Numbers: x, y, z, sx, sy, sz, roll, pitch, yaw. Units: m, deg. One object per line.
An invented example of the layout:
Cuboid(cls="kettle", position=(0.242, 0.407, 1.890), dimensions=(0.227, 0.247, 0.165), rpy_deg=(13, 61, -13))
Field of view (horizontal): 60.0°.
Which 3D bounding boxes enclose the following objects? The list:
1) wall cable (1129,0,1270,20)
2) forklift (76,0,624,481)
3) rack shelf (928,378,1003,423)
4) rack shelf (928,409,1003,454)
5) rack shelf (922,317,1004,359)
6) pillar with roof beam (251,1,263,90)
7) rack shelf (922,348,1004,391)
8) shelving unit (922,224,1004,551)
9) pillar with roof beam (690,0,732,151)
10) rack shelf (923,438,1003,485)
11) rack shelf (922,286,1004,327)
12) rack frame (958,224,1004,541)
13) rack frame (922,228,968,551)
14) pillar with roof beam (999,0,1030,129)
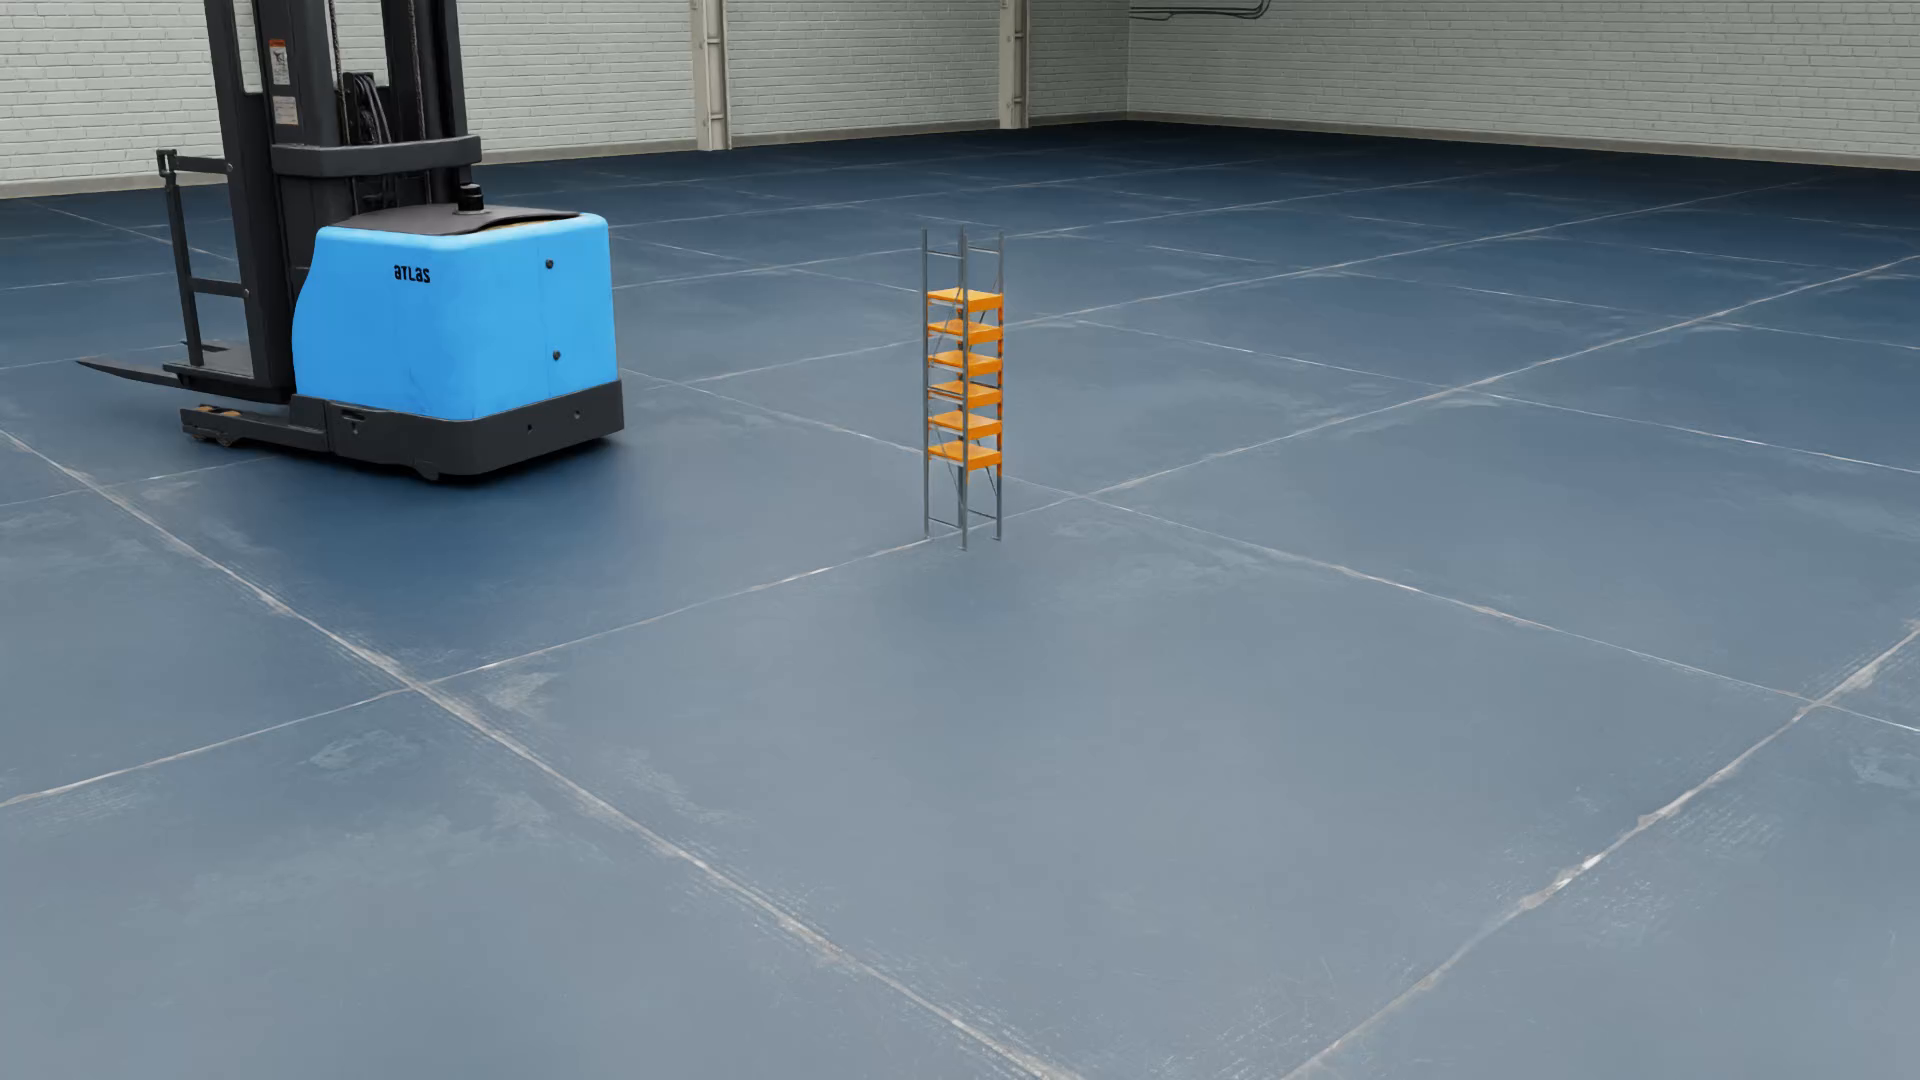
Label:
Cuboid(cls="wall cable", position=(3.935, -9.927, 27.547), dimensions=(0.112, 2.526, 3.097), rpy_deg=(-16, 24, -41))
Cuboid(cls="forklift", position=(-3.123, -1.965, 7.793), dimensions=(3.031, 2.935, 1.130), rpy_deg=(10, 21, 29))
Cuboid(cls="rack shelf", position=(0.011, -0.532, 6.323), dimensions=(0.180, 0.103, 0.258), rpy_deg=(-16, 24, -41))
Cuboid(cls="rack shelf", position=(0.011, -0.417, 6.360), dimensions=(0.180, 0.103, 0.258), rpy_deg=(-16, 24, -41))
Cuboid(cls="rack shelf", position=(0.011, -0.760, 6.249), dimensions=(0.180, 0.103, 0.258), rpy_deg=(-16, 24, -41))
Cuboid(cls="pillar with roof beam", position=(-4.876, -7.569, 15.238), dimensions=(0.400, 9.000, 9.100), rpy_deg=(-16, 24, -41))
Cuboid(cls="rack shelf", position=(0.011, -0.646, 6.286), dimensions=(0.180, 0.103, 0.258), rpy_deg=(-16, 24, -41))
Cuboid(cls="shelving unit", position=(0.011, -0.574, 6.309), dimensions=(0.189, 1.200, 0.258), rpy_deg=(-16, 24, -41))
Cuboid(cls="pillar with roof beam", position=(-0.516, -8.840, 19.160), dimensions=(0.400, 9.000, 9.100), rpy_deg=(-16, 24, -41))
Cuboid(cls="rack shelf", position=(0.011, -0.303, 6.397), dimensions=(0.180, 0.103, 0.258), rpy_deg=(-16, 24, -41))
Cuboid(cls="rack shelf", position=(0.011, -0.874, 6.212), dimensions=(0.180, 0.103, 0.258), rpy_deg=(-16, 24, -41))
Cuboid(cls="rack frame", position=(0.077, -0.593, 6.369), dimensions=(0.006, 1.200, 0.240), rpy_deg=(-16, 24, -41))
Cuboid(cls="rack frame", position=(-0.056, -0.554, 6.249), dimensions=(0.006, 1.200, 0.240), rpy_deg=(-16, 24, -41))
Cuboid(cls="pillar with roof beam", position=(3.844, -10.112, 23.081), dimensions=(0.400, 9.000, 9.100), rpy_deg=(-16, 24, -41))
